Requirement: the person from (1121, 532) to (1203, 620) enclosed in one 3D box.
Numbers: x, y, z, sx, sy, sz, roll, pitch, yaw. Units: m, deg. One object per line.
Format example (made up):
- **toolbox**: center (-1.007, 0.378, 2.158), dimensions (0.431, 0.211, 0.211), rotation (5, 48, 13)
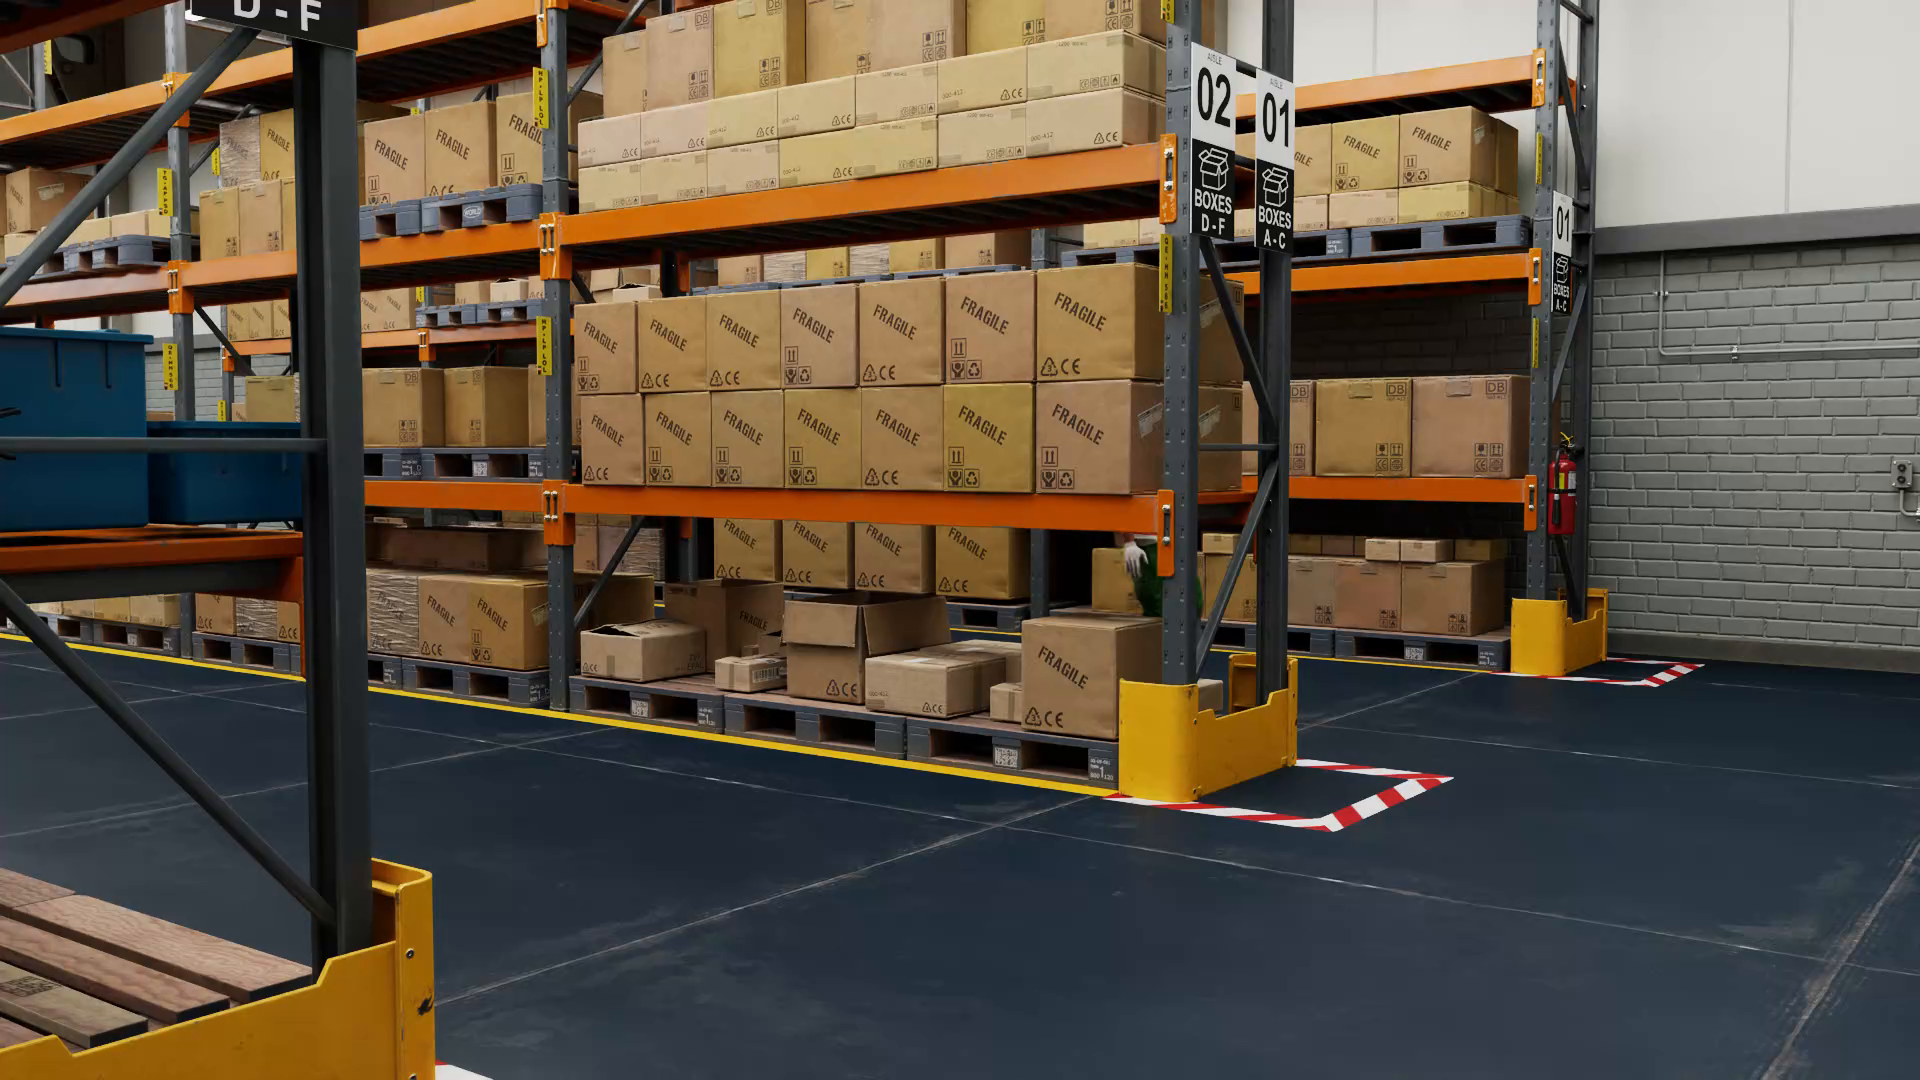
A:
- **person**: center (1.153, 0.043, 9.943), dimensions (0.545, 1.778, 0.545), rotation (-3, 4, -39)
